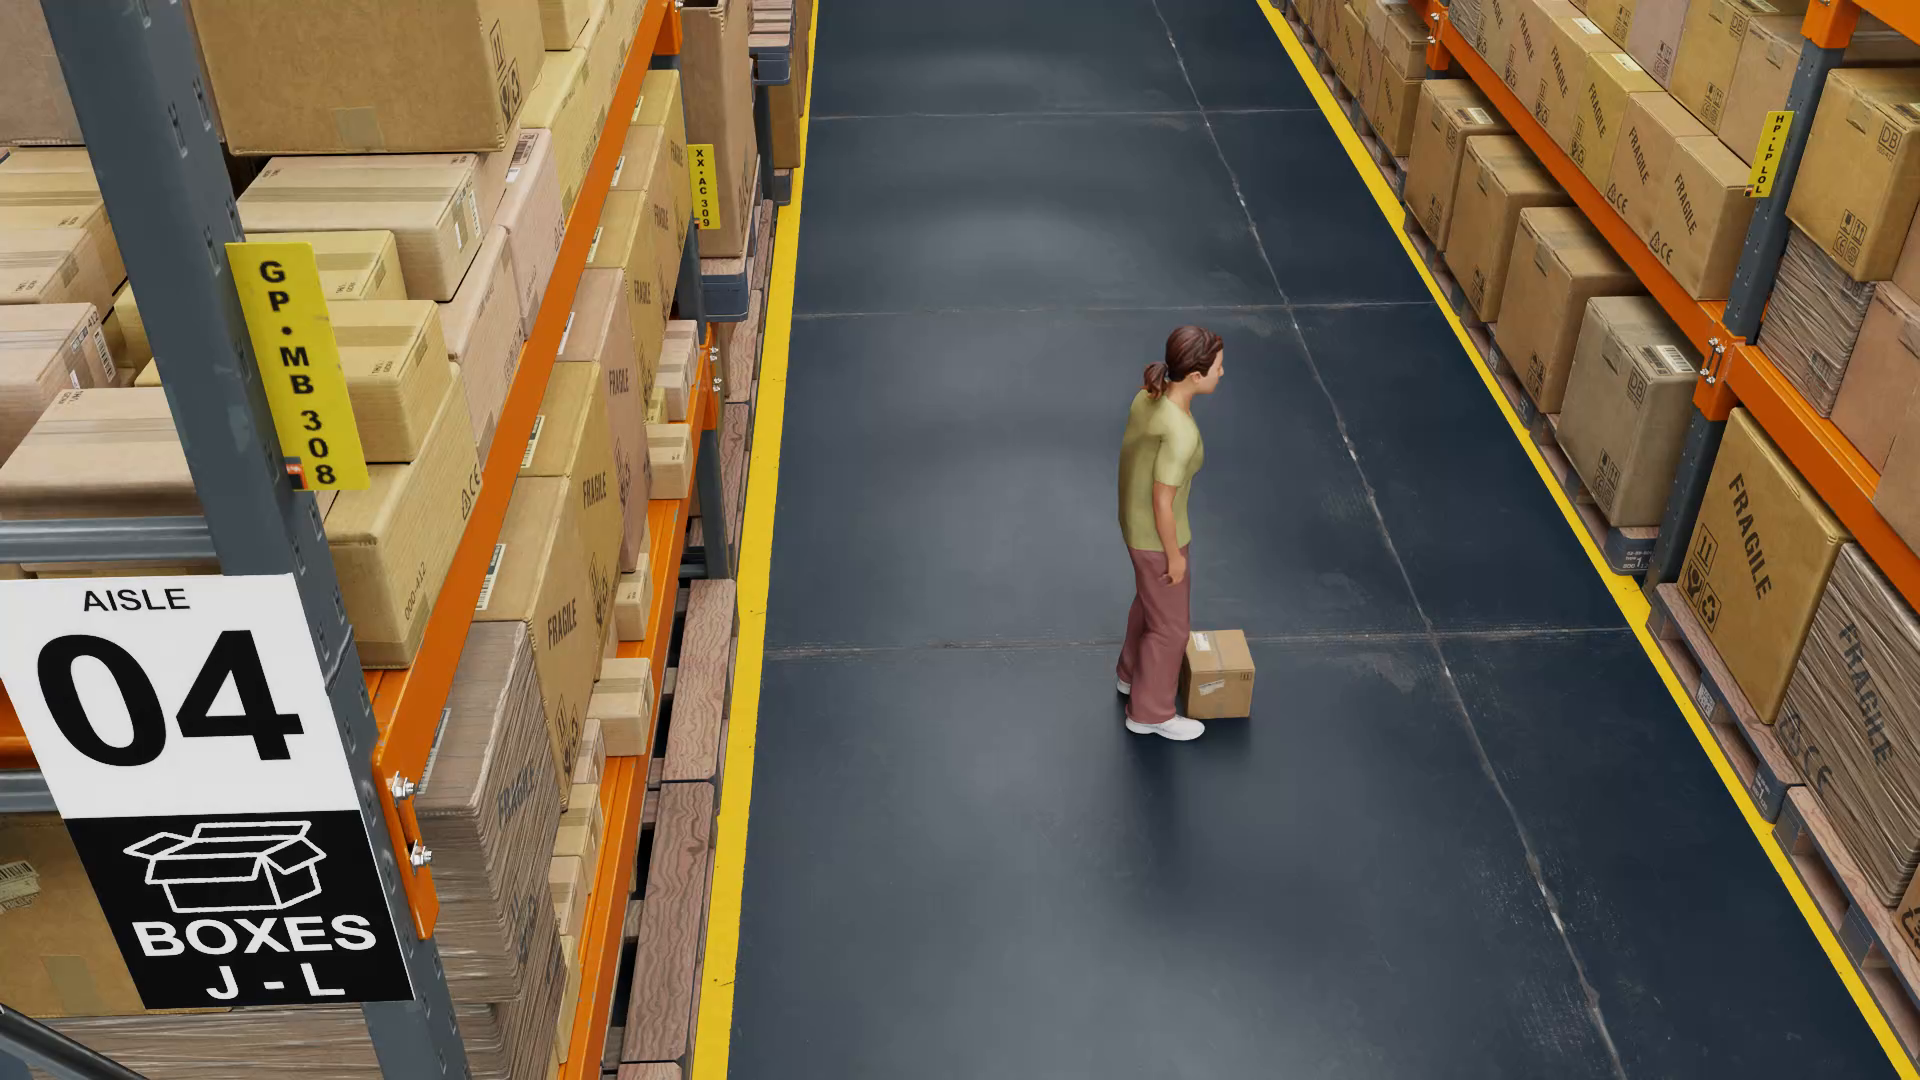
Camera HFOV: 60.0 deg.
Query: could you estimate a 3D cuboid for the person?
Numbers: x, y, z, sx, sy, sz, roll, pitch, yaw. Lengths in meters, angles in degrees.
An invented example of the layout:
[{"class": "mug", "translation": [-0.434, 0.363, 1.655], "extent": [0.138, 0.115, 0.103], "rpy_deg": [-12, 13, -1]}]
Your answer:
[{"class": "person", "translation": [0.766, -0.025, 6.201], "extent": [0.365, 1.650, 0.505], "rpy_deg": [-3, 35, -4]}]
